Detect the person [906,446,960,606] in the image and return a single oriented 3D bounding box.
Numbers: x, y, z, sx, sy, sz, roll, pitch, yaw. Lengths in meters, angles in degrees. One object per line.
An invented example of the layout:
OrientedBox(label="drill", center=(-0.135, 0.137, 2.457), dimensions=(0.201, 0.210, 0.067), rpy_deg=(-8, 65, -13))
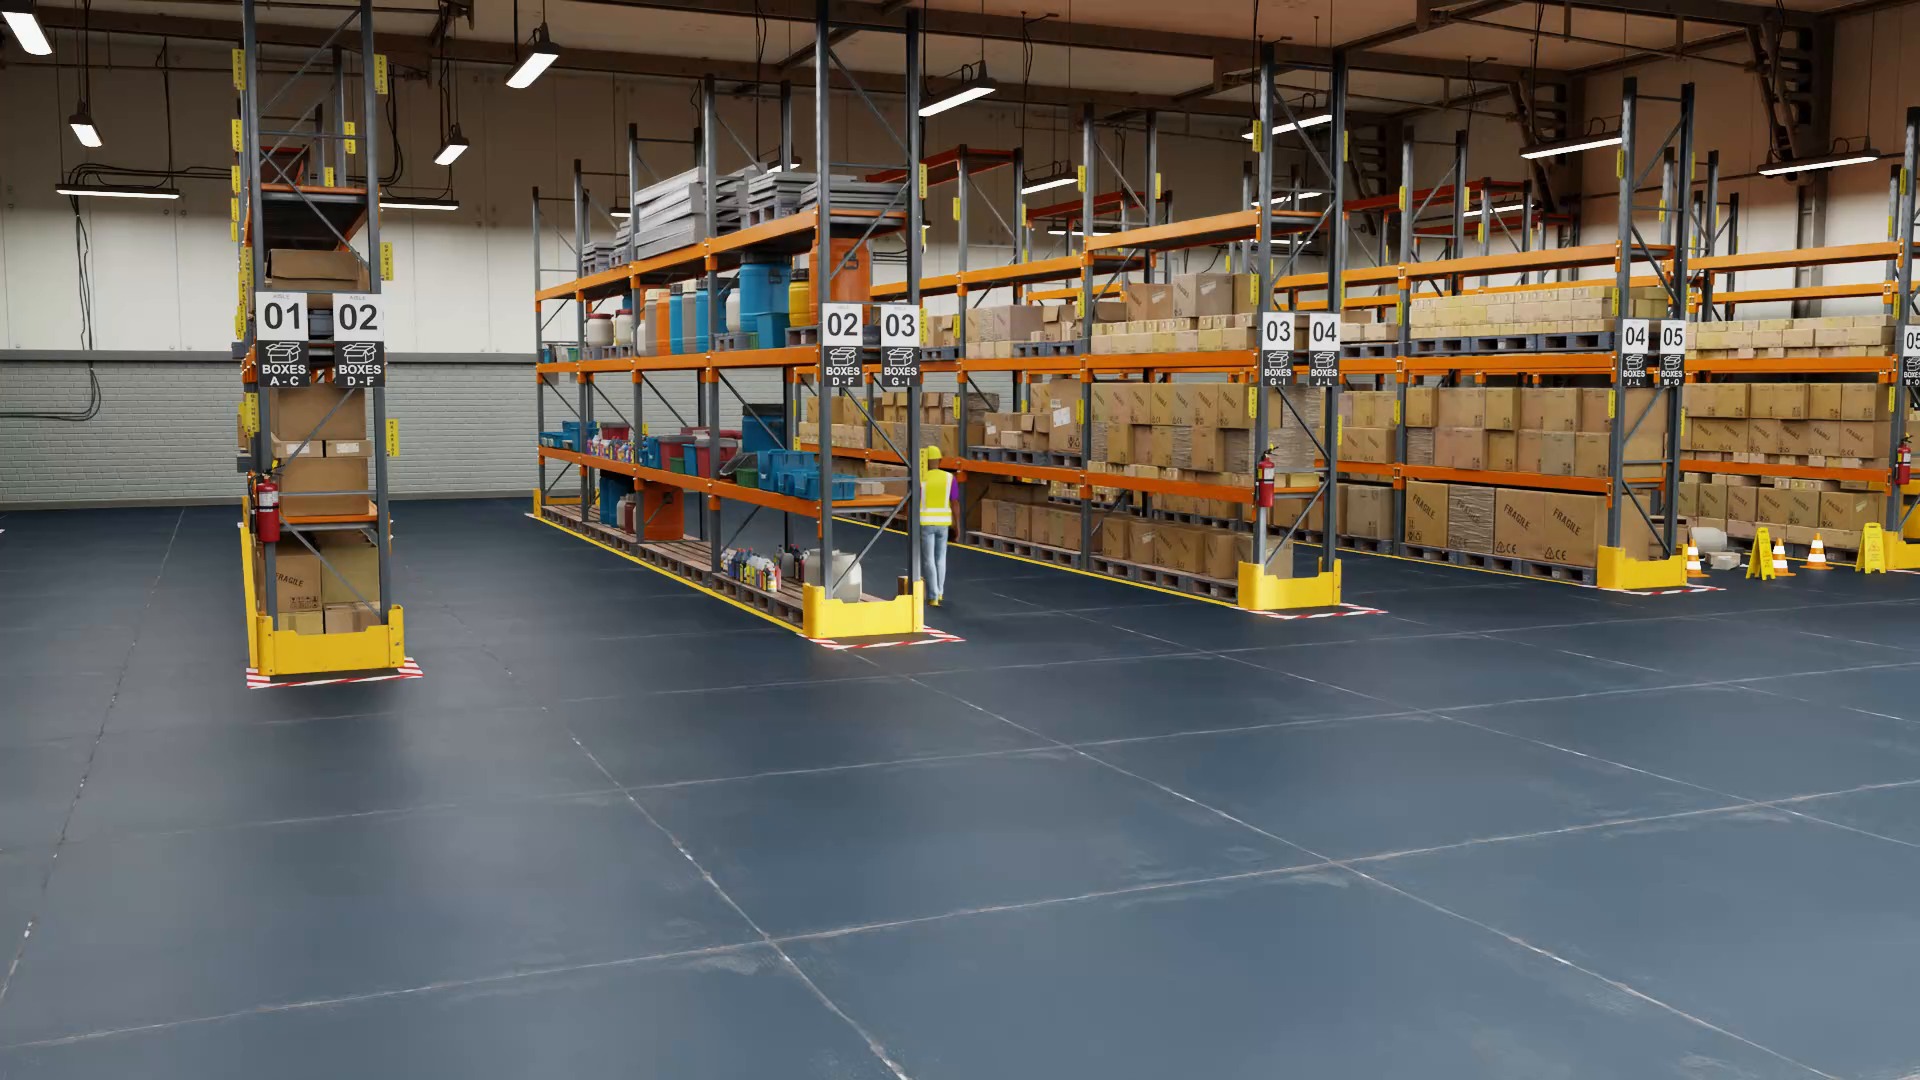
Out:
OrientedBox(label="person", center=(-0.342, -0.176, 18.474), dimensions=(0.589, 1.749, 0.752), rpy_deg=(-2, 6, -17))
